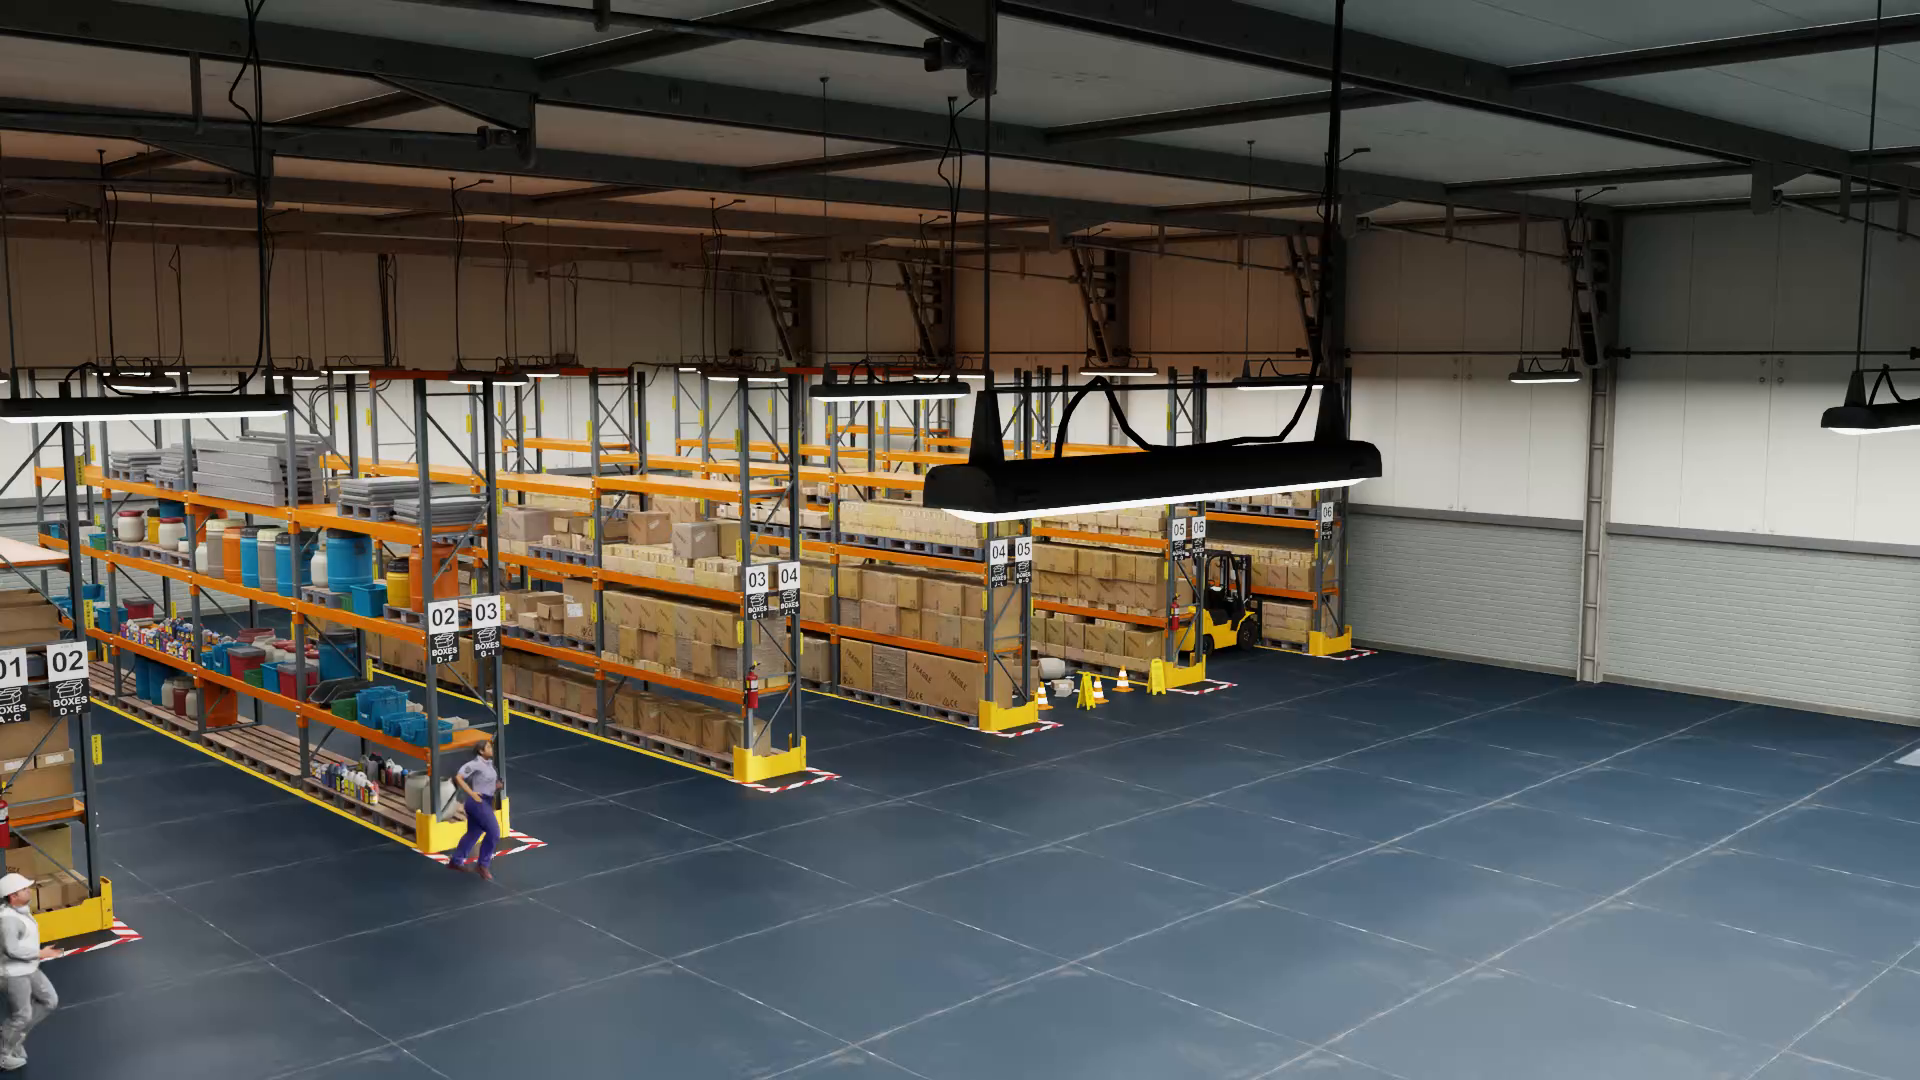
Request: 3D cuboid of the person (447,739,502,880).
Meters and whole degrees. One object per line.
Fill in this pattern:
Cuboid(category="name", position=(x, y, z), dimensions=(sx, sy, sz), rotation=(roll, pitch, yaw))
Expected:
Cuboid(category="person", position=(-5.889, 3.271, 20.226), dimensions=(0.660, 1.690, 0.634), rotation=(-1, 6, -5))

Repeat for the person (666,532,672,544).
Cuboid(category="person", position=(-7.635, 0.457, 44.099), dimensions=(0.750, 1.839, 0.696), rotation=(-3, 7, -24))

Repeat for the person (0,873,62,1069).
Cuboid(category="person", position=(-8.308, 3.802, 14.759), dimensions=(0.643, 1.754, 0.680), rotation=(-2, 7, -19))
